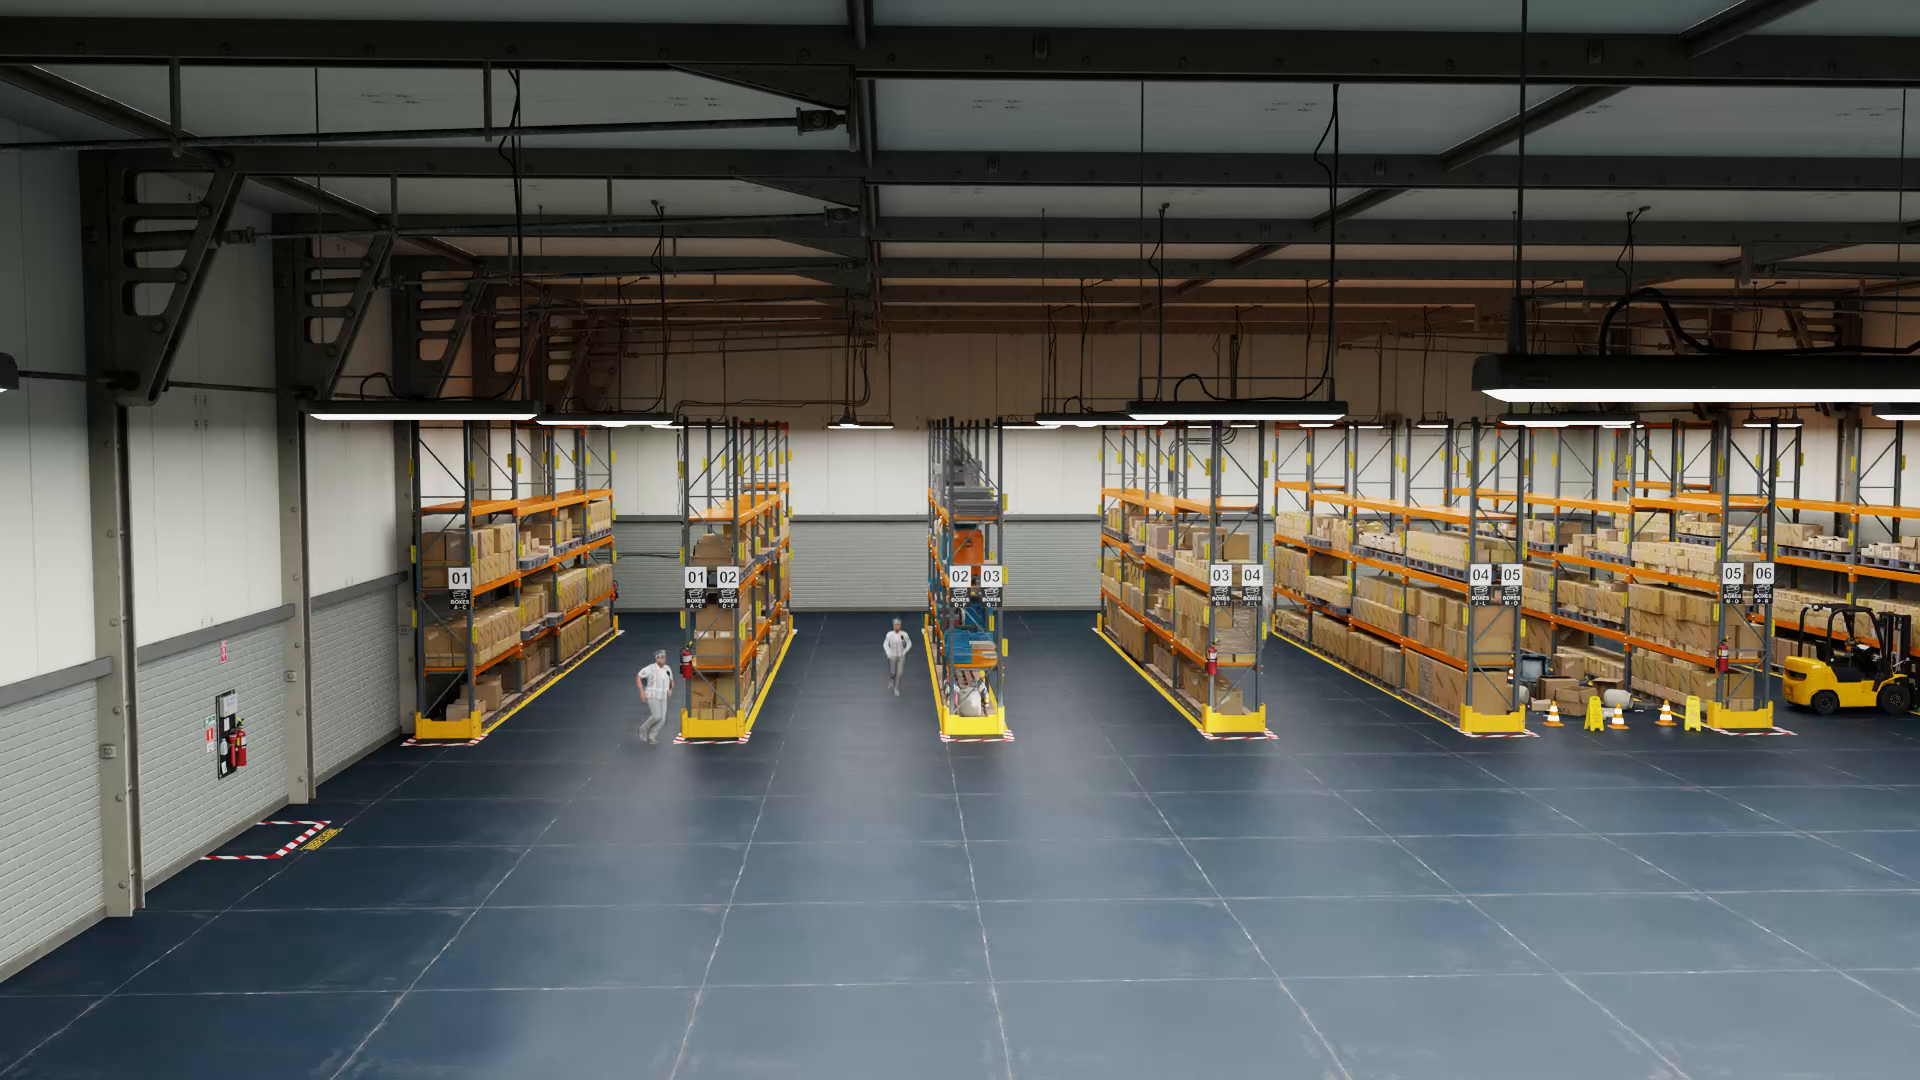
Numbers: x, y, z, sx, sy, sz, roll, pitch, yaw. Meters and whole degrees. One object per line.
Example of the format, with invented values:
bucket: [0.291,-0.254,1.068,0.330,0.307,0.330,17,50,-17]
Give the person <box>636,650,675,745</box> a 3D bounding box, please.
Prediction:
person: [-5.511,2.872,30.482,0.534,1.725,0.697,3,5,42]

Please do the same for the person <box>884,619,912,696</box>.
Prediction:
person: [-1.349,2.538,36.231,0.610,1.671,0.588,0,4,-1]

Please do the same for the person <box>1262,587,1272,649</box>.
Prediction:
person: [7.972,2.052,43.786,0.560,1.622,0.581,0,4,-3]
